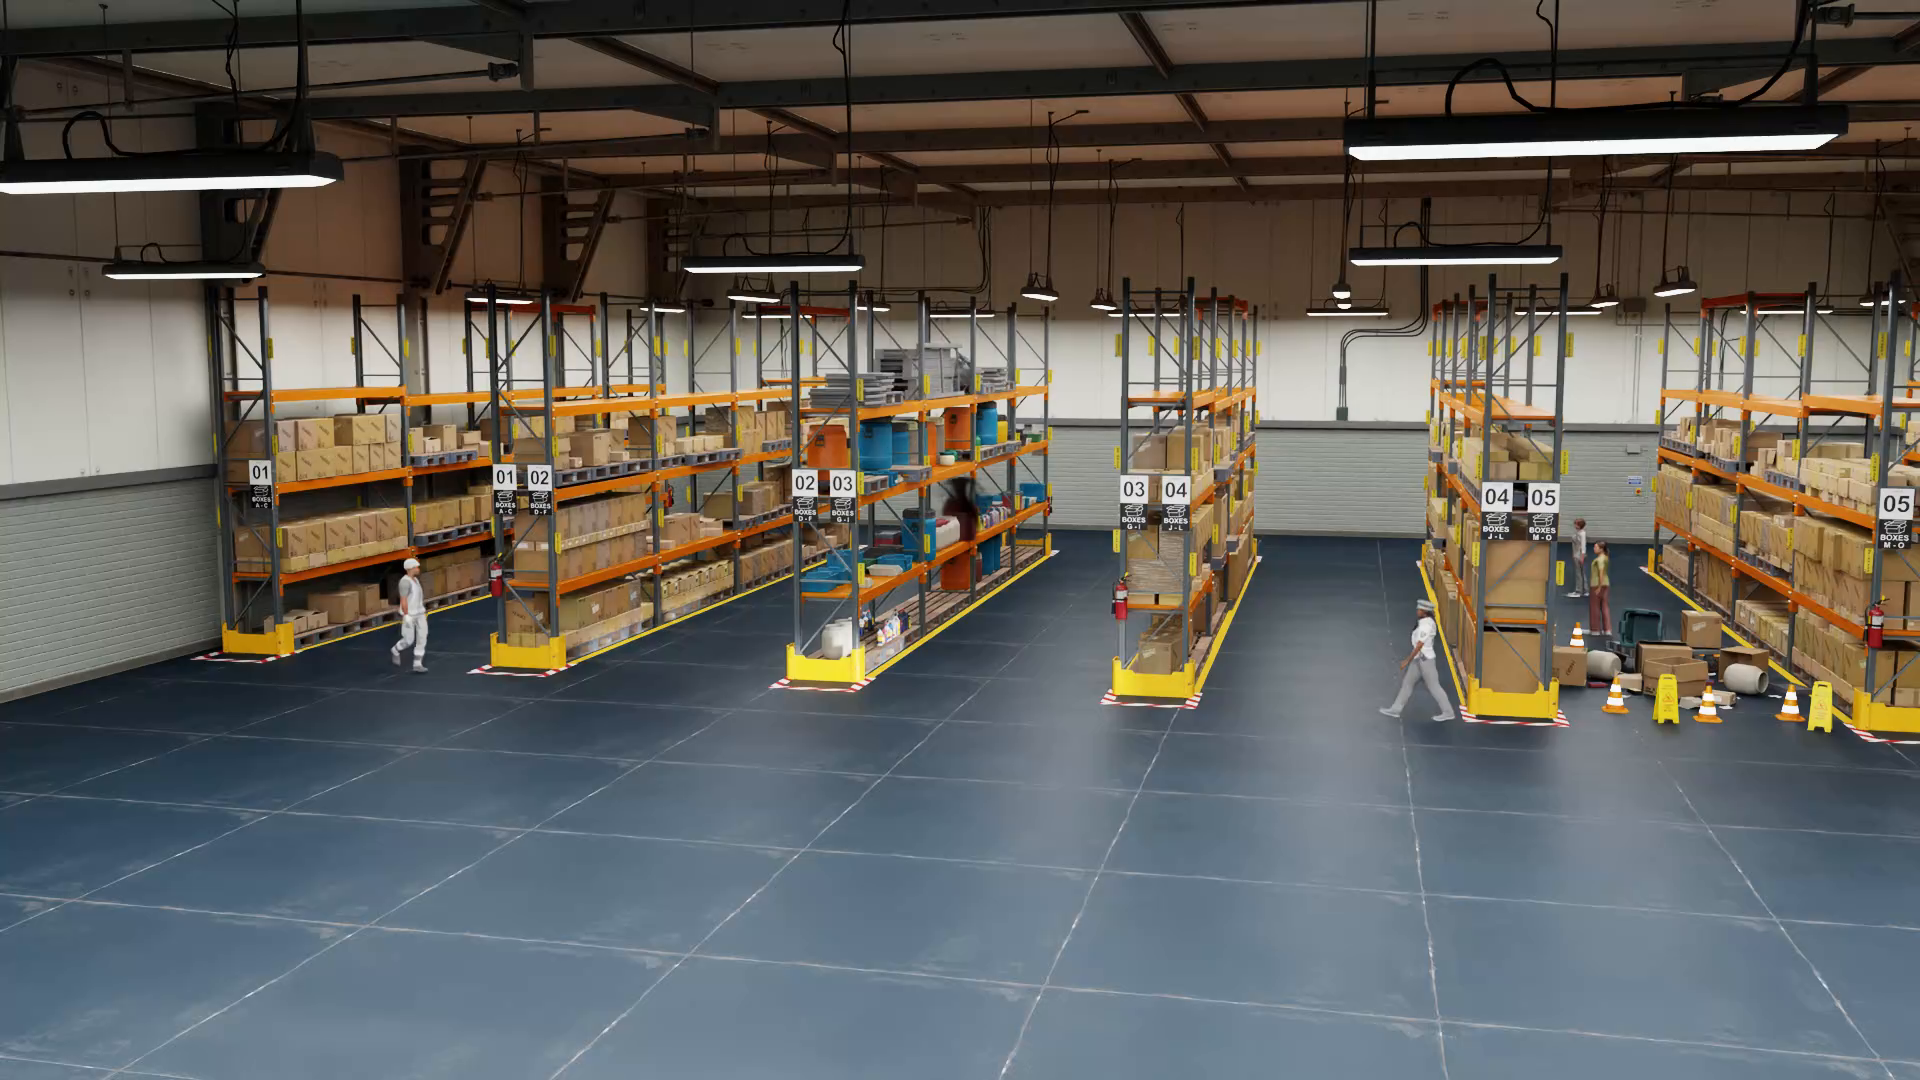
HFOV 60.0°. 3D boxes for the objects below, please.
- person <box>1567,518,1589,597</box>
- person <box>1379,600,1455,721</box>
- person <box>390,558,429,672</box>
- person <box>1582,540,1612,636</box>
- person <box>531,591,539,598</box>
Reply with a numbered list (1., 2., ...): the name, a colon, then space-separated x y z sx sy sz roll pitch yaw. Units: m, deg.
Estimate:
1. person: 12.548 0.360 33.655 0.390 1.587 0.442 4 8 31
2. person: 6.173 1.614 22.385 0.975 1.617 0.500 1 7 10
3. person: -8.546 1.160 25.766 0.661 1.762 0.487 5 8 35
4. person: 11.238 0.834 29.130 0.448 1.672 0.449 -4 7 -29
5. person: -7.550 0.806 29.840 0.355 1.638 0.421 6 9 42
